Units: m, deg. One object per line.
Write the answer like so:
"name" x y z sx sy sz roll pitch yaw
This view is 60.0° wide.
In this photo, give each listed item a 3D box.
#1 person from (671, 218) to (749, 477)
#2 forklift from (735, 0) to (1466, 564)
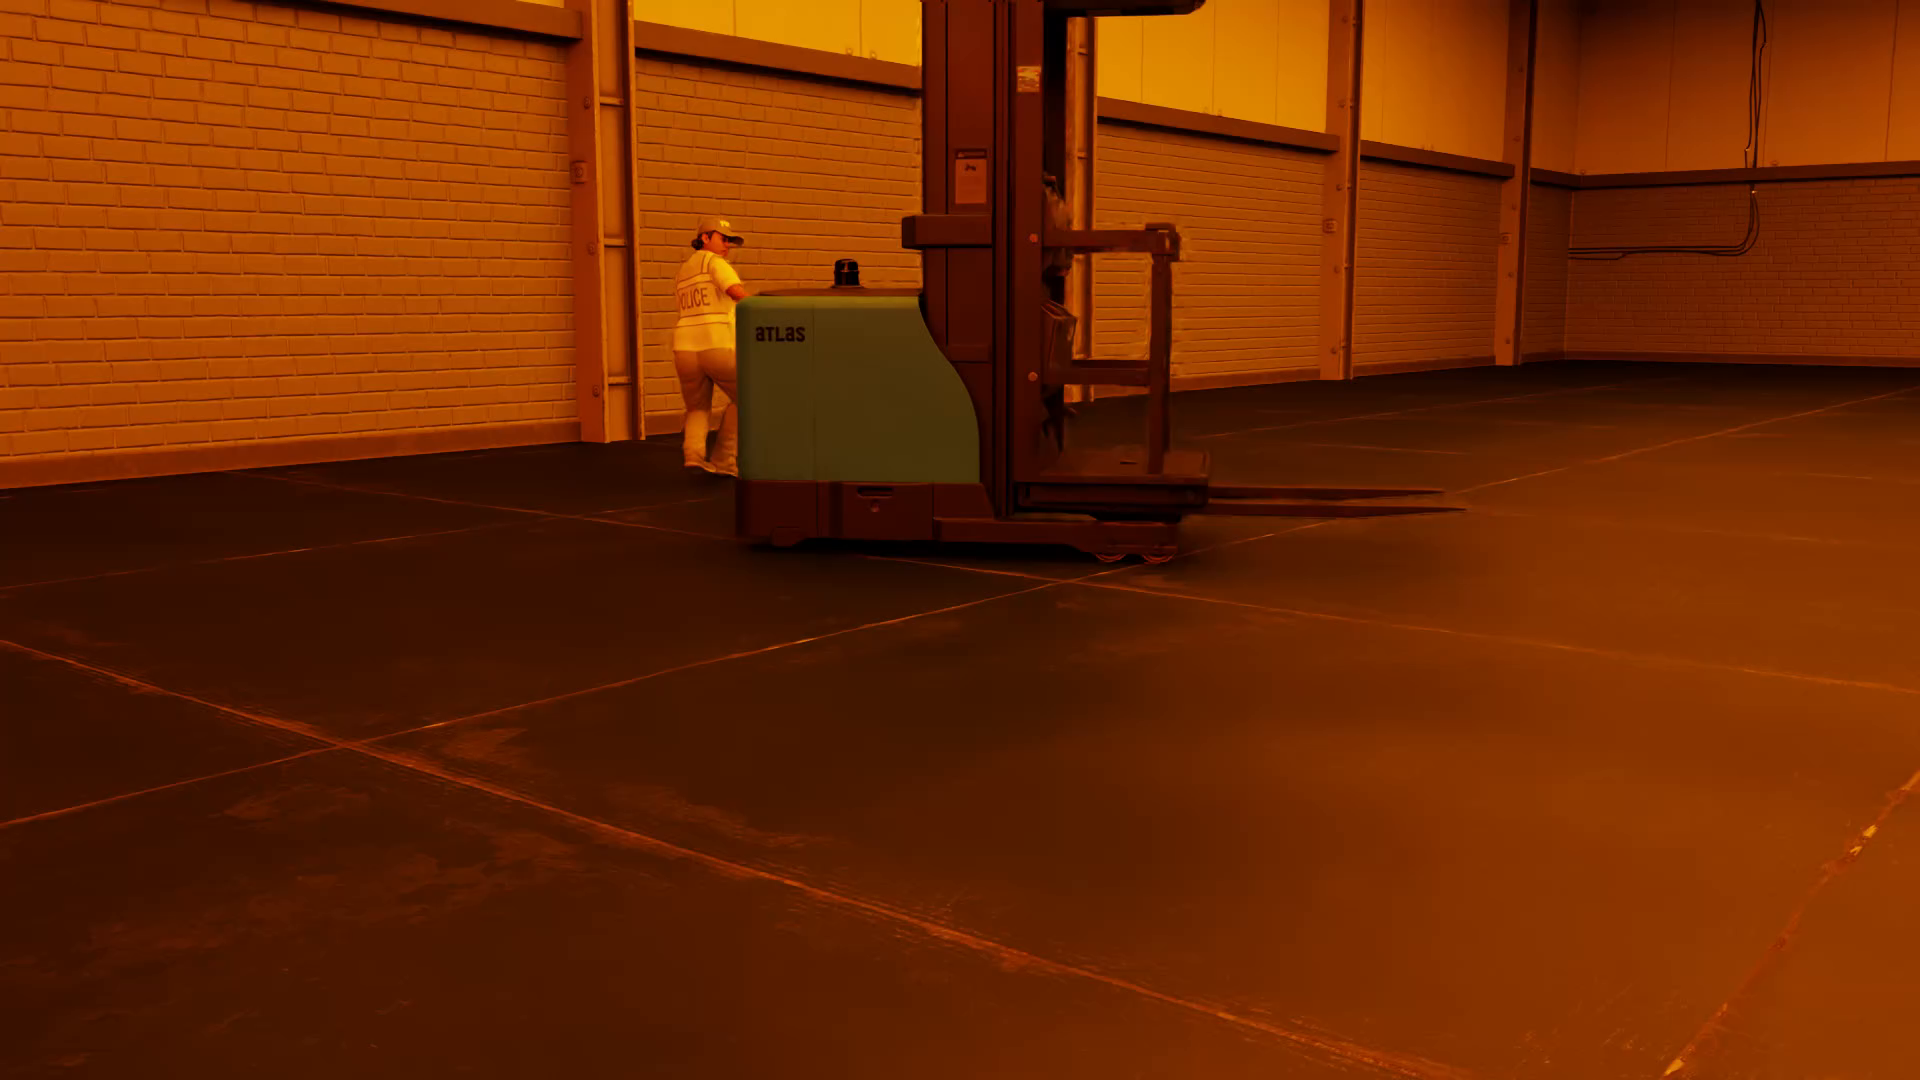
"person" -1.338 -1.107 9.756 0.803 1.541 0.808 4 9 25
"forklift" 0.604 -1.437 7.104 3.031 2.935 1.130 1 8 8
